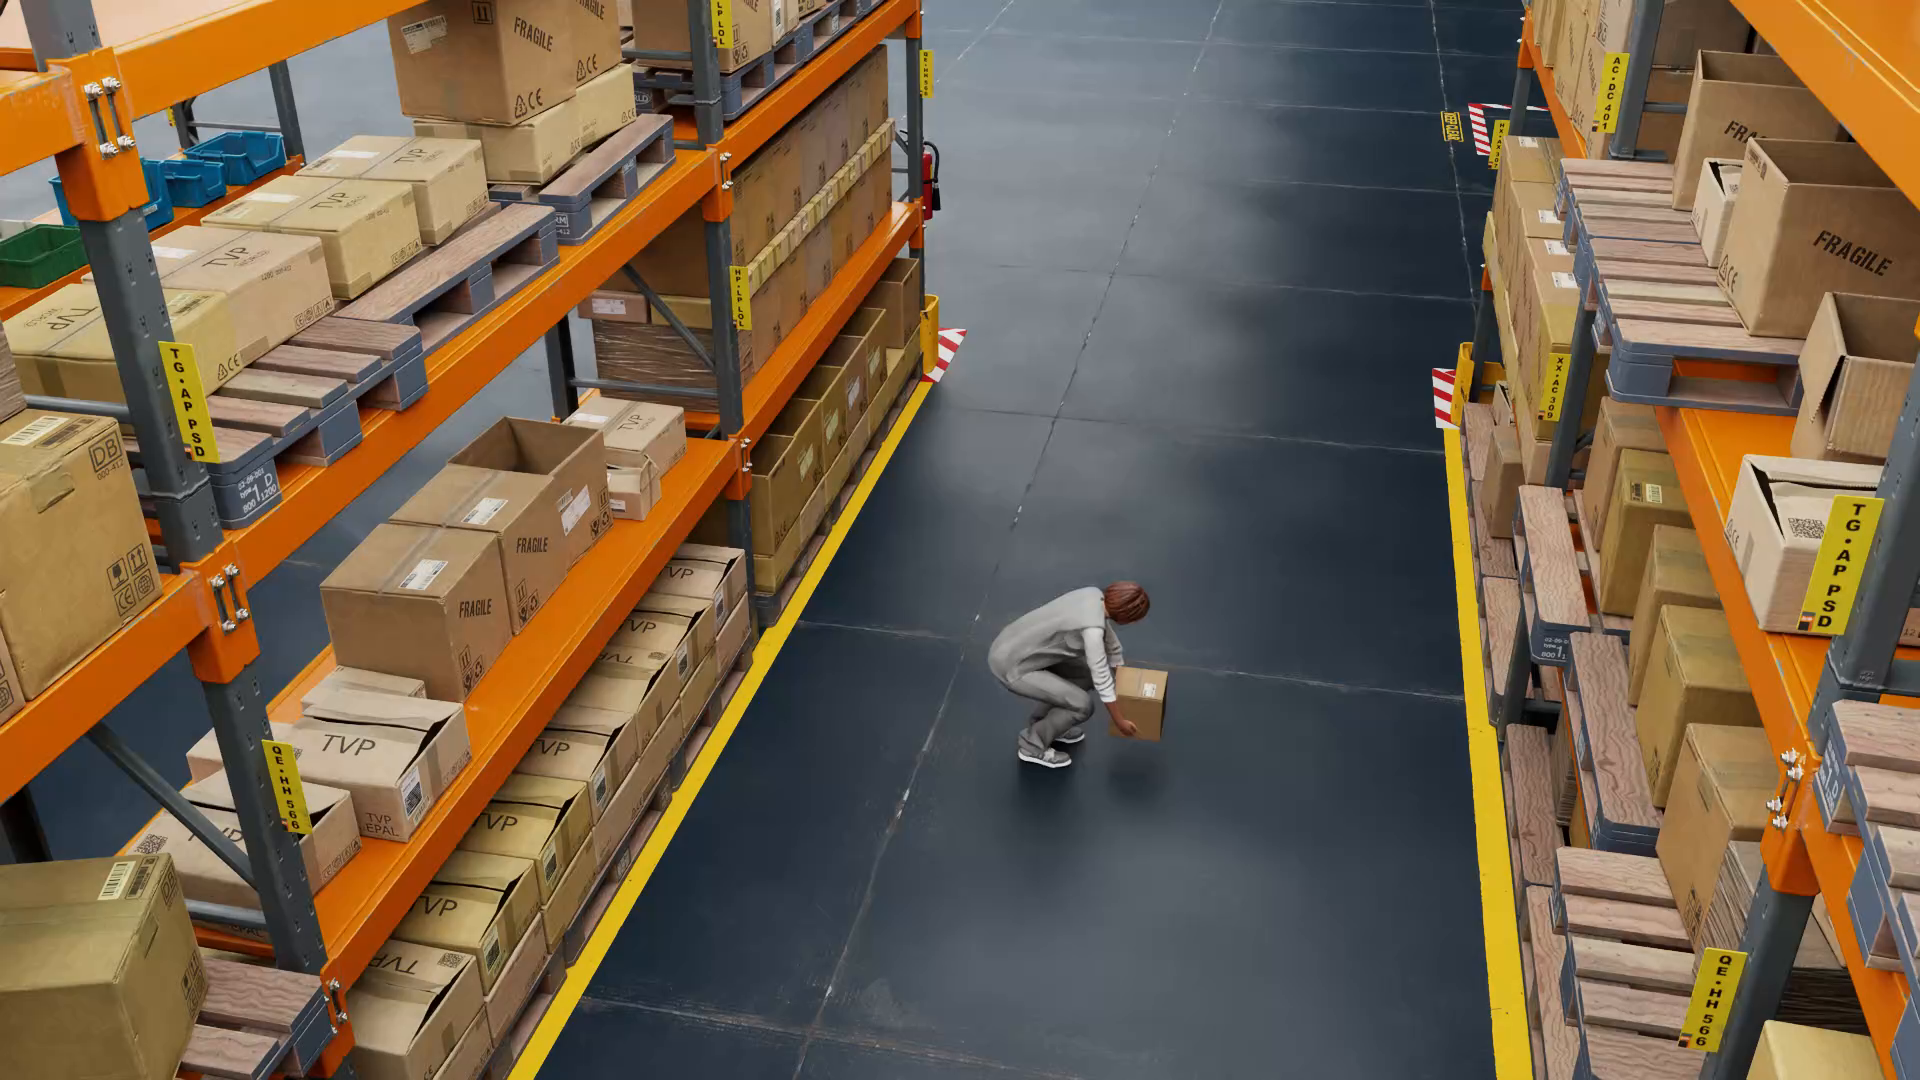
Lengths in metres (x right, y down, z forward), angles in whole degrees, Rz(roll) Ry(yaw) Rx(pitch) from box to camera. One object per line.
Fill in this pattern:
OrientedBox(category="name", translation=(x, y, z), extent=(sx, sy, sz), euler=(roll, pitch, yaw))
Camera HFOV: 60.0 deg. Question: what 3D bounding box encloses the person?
OrientedBox(category="person", translation=(0.523, 0.624, 8.148), extent=(0.767, 0.966, 0.454), euler=(6, 30, 10))
